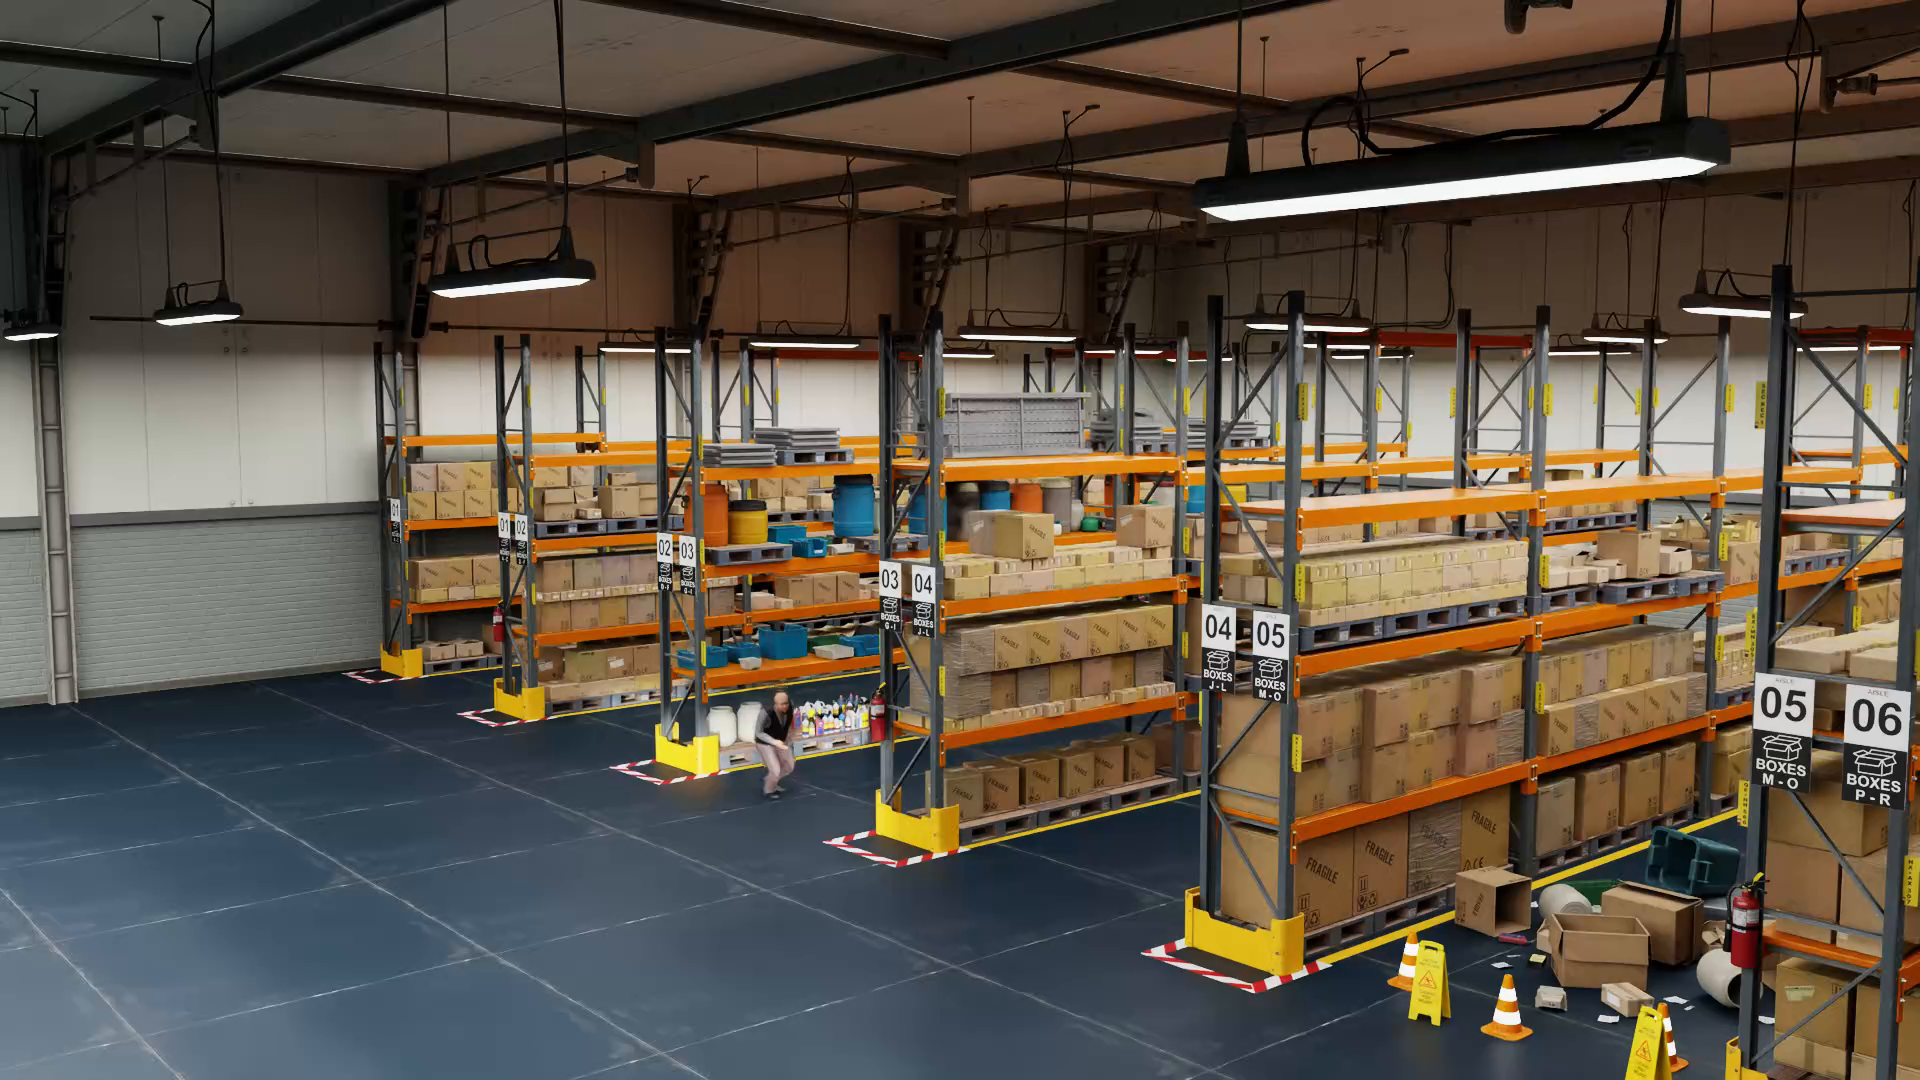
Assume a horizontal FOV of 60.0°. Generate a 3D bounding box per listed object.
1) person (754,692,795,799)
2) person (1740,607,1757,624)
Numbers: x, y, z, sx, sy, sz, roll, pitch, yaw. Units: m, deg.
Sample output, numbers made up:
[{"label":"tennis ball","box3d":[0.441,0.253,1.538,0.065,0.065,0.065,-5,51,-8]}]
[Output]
[{"label":"person","box3d":[-2.331,2.558,20.817,0.663,1.450,0.891,-4,7,-40]},{"label":"person","box3d":[12.916,1.883,26.910,0.677,1.682,0.714,3,6,32]}]
